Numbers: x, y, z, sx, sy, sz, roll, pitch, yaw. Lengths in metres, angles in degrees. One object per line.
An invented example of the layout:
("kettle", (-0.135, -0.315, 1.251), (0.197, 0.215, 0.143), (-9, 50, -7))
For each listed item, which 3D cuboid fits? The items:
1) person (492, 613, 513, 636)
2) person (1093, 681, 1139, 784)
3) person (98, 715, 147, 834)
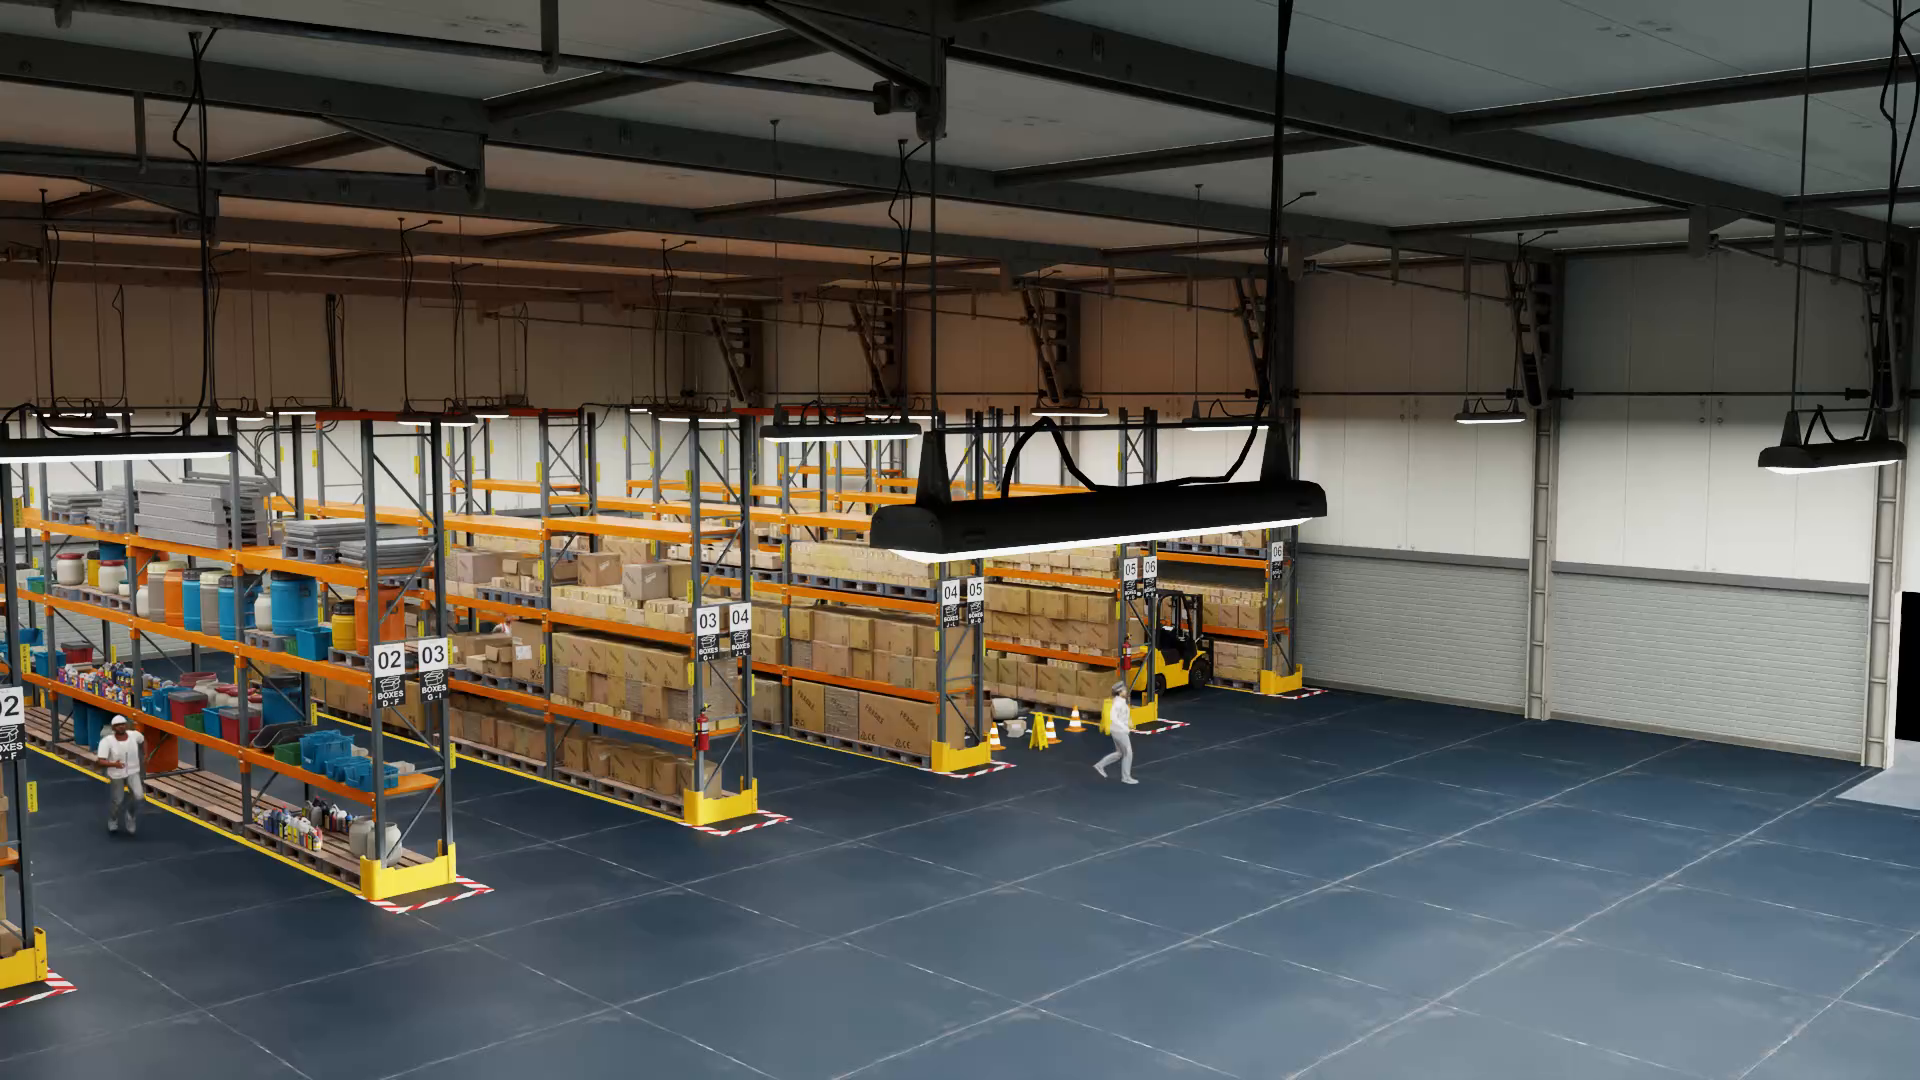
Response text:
("person", (-9.531, 2.350, 35.079), (0.650, 1.786, 0.892), (-4, 7, -41))
("person", (2.538, 3.115, 26.921), (0.733, 1.691, 0.621), (0, 5, 0))
("person", (-11.920, 3.344, 23.742), (0.715, 1.731, 0.843), (-4, 7, -40))
